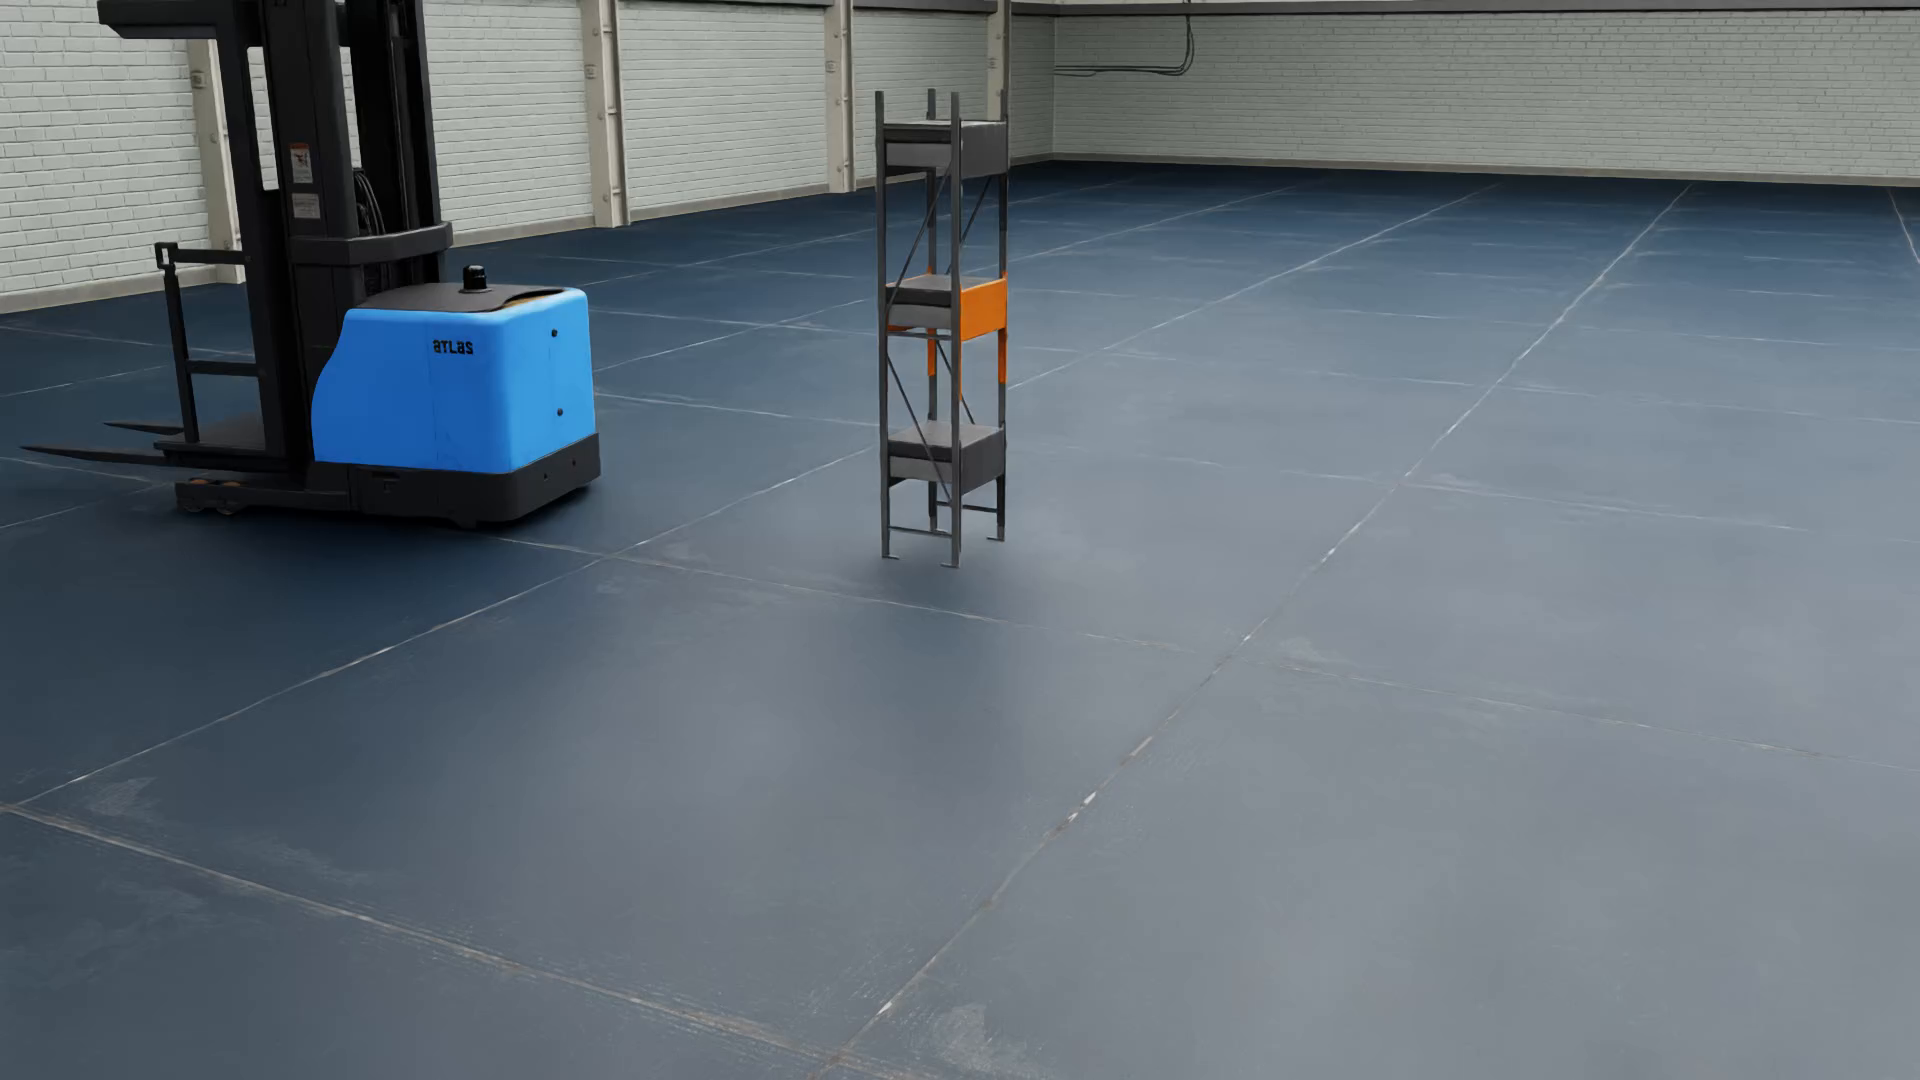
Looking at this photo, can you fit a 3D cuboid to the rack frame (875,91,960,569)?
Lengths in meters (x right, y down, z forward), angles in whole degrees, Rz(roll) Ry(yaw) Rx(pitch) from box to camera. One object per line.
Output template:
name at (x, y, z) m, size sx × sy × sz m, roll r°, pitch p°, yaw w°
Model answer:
rack frame at (-0.183, -0.902, 7.374) m, size 0.400 × 2.100 × 0.015 m, roll 8°, pitch 18°, yaw 25°

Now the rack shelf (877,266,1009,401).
rack shelf at (-0.074, -0.951, 7.587) m, size 0.431 × 0.518 × 0.480 m, roll 8°, pitch 18°, yaw 25°

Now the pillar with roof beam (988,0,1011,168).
pillar with roof beam at (4.603, -10.987, 29.211) m, size 9.100 × 9.000 × 0.400 m, roll 8°, pitch 18°, yaw 25°

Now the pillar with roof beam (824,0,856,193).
pillar with roof beam at (1.922, -9.459, 24.066) m, size 9.100 × 9.000 × 0.400 m, roll 8°, pitch 18°, yaw 25°

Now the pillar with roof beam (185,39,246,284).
pillar with roof beam at (-3.440, -6.402, 13.775) m, size 9.100 × 9.000 × 0.400 m, roll 8°, pitch 18°, yaw 25°

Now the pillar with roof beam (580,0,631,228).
pillar with roof beam at (-0.759, -7.931, 18.920) m, size 9.100 × 9.000 × 0.400 m, roll 8°, pitch 18°, yaw 25°

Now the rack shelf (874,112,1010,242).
rack shelf at (-0.074, -1.622, 7.388) m, size 0.431 × 0.518 × 0.480 m, roll 8°, pitch 18°, yaw 25°

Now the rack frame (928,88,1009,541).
rack frame at (0.035, -1.027, 7.793) m, size 0.400 × 2.100 × 0.015 m, roll 8°, pitch 18°, yaw 25°

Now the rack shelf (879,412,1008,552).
rack shelf at (-0.074, -0.280, 7.787) m, size 0.431 × 0.518 × 0.480 m, roll 8°, pitch 18°, yaw 25°

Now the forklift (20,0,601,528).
forklift at (-3.506, -1.673, 8.510) m, size 3.031 × 2.935 × 1.130 m, roll 4°, pitch 17°, yaw 14°

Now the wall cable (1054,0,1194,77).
wall cable at (3.251, -10.629, 33.458) m, size 3.097 × 2.526 × 0.112 m, roll 8°, pitch 18°, yaw 25°

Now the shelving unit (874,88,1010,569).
shelving unit at (-0.074, -0.964, 7.583) m, size 0.431 × 2.100 × 0.503 m, roll 8°, pitch 18°, yaw 25°
